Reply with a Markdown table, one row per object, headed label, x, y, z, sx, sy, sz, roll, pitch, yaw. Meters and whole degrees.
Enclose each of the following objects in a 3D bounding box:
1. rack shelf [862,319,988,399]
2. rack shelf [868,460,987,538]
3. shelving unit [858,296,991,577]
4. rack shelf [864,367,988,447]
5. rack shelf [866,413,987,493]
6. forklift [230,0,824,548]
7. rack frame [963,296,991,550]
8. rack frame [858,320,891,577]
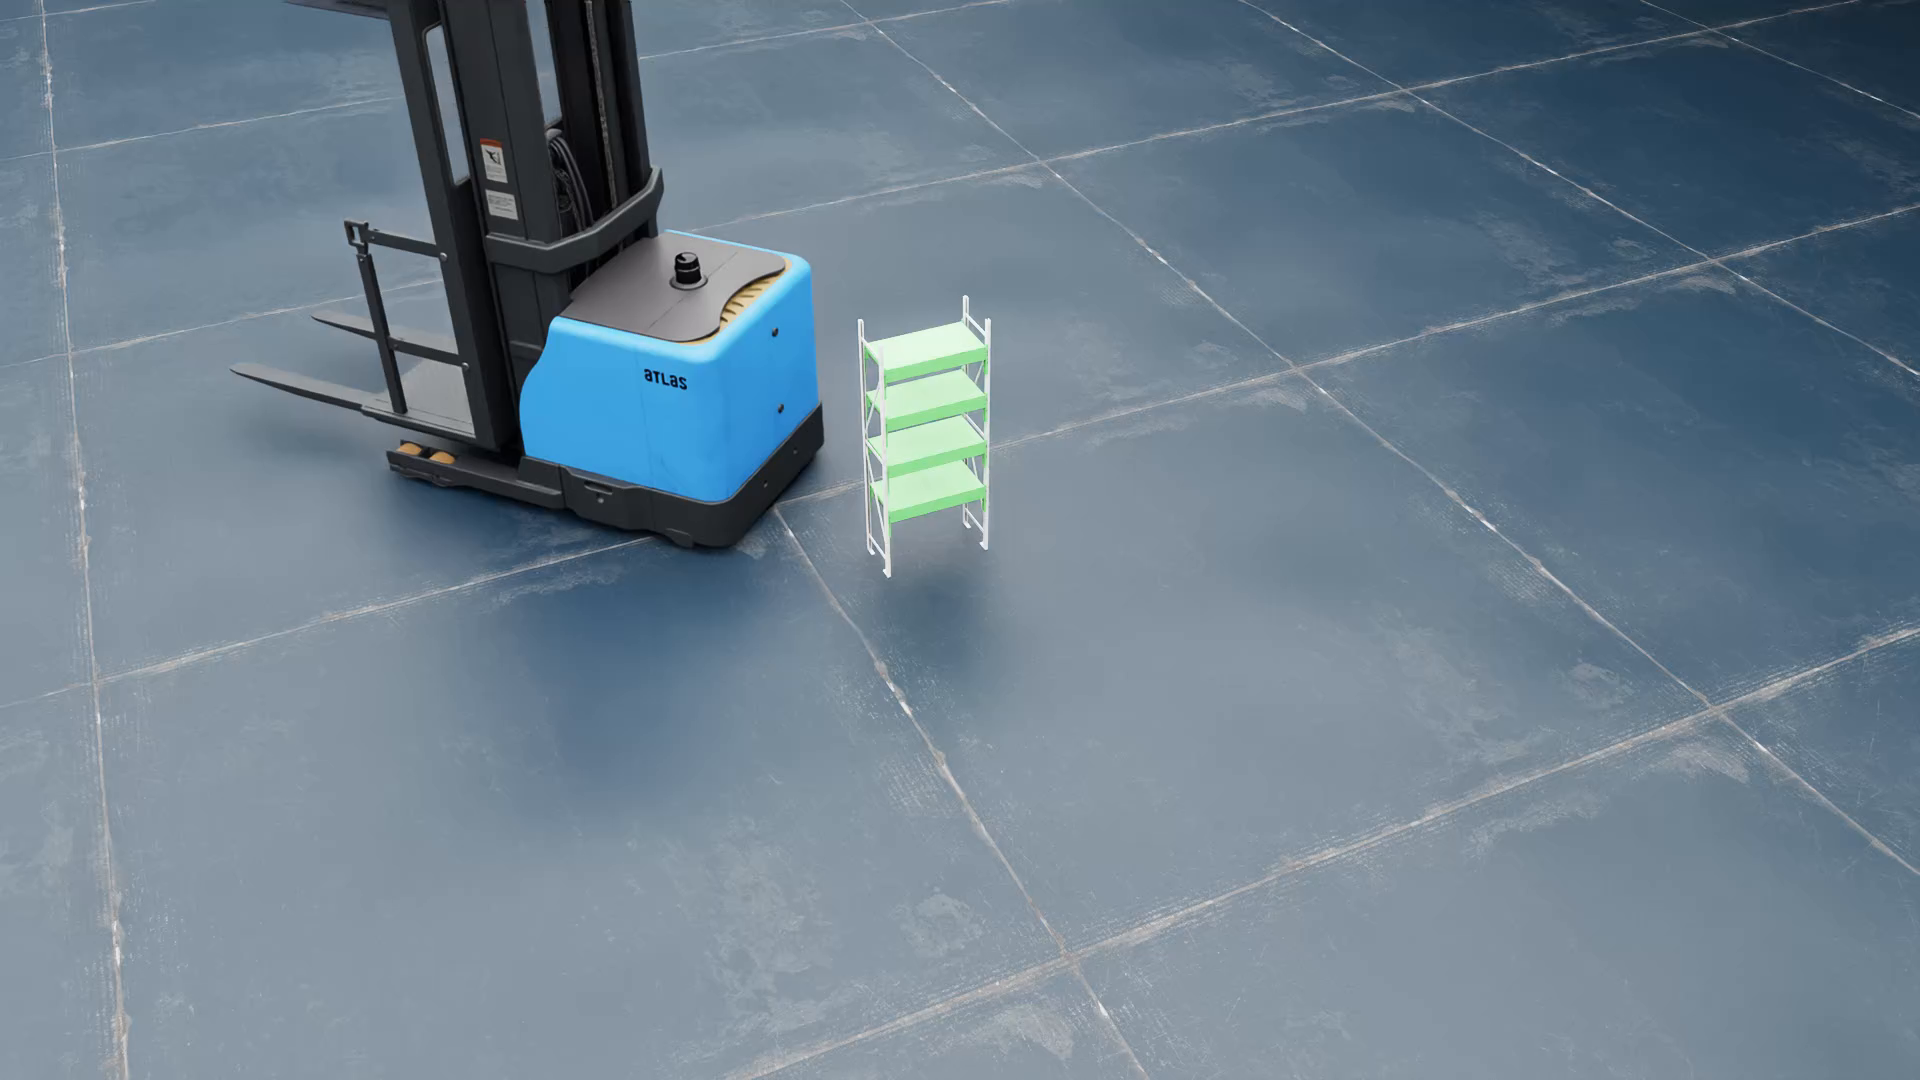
| label | x | y | z | sx | sy | sz | roll | pitch | yaw |
| --- | --- | --- | --- | --- | --- | --- | --- | --- | --- |
| rack shelf | -0.150 | -0.774 | 7.088 | 0.480 | 0.148 | 0.258 | -16 | 39 | -20 |
| rack shelf | -0.150 | -0.196 | 7.517 | 0.480 | 0.148 | 0.258 | -16 | 39 | -20 |
| shelving unit | -0.150 | -0.440 | 7.336 | 0.503 | 1.200 | 0.258 | -16 | 39 | -20 |
| rack shelf | -0.150 | -0.581 | 7.231 | 0.480 | 0.148 | 0.258 | -16 | 39 | -20 |
| rack shelf | -0.150 | -0.389 | 7.374 | 0.480 | 0.148 | 0.258 | -16 | 39 | -20 |
| forklift | -2.242 | -1.710 | 7.595 | 3.031 | 2.935 | 1.130 | 14 | 39 | 18 |
| rack frame | 0.071 | -0.502 | 7.419 | 0.015 | 1.200 | 0.240 | -16 | 39 | -20 |
| rack frame | -0.371 | -0.378 | 7.253 | 0.015 | 1.200 | 0.240 | -16 | 39 | -20 |
